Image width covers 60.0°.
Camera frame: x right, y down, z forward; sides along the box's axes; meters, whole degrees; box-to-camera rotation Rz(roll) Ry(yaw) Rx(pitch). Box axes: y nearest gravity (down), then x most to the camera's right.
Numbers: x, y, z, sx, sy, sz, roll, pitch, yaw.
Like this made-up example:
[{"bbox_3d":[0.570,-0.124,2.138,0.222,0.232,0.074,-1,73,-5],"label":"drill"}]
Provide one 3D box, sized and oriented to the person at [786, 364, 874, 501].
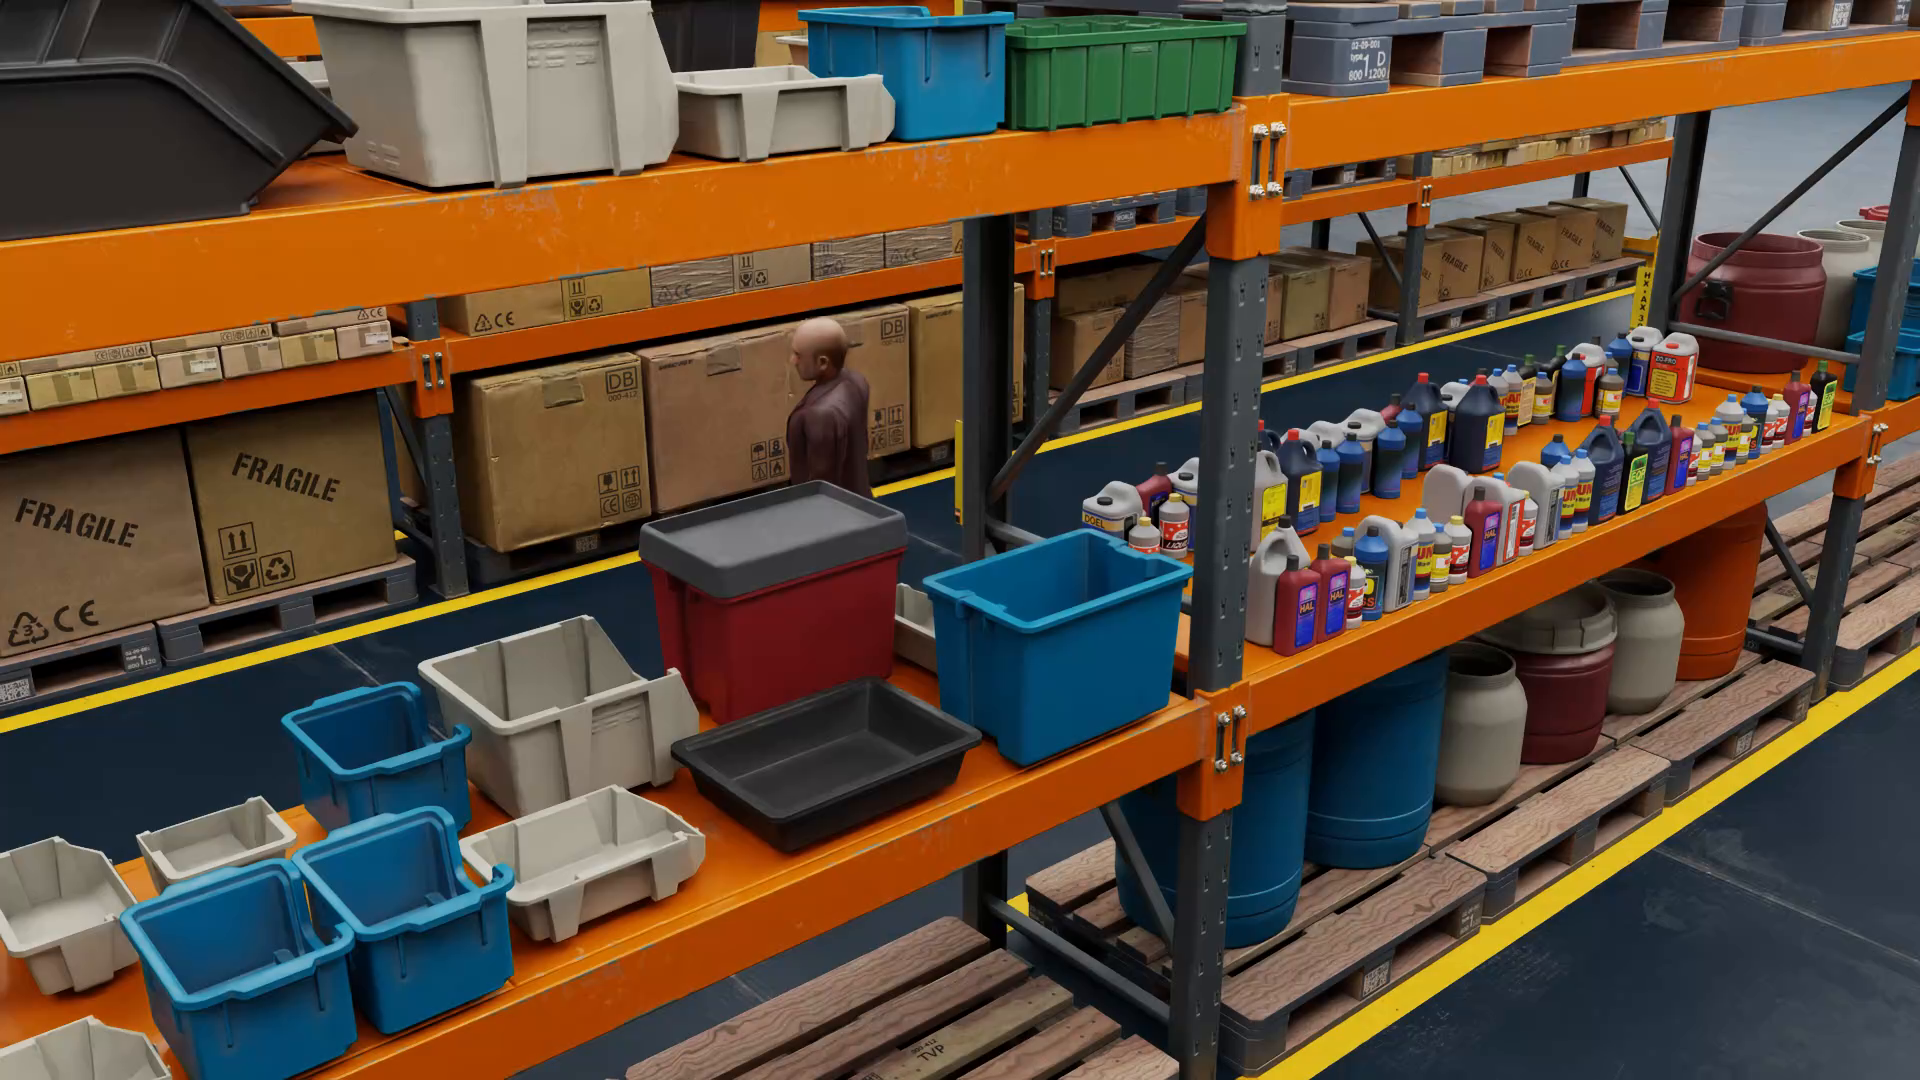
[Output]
[{"bbox_3d":[-0.524,-0.240,6.563,0.377,0.945,0.630,4,21,10],"label":"person"}]
